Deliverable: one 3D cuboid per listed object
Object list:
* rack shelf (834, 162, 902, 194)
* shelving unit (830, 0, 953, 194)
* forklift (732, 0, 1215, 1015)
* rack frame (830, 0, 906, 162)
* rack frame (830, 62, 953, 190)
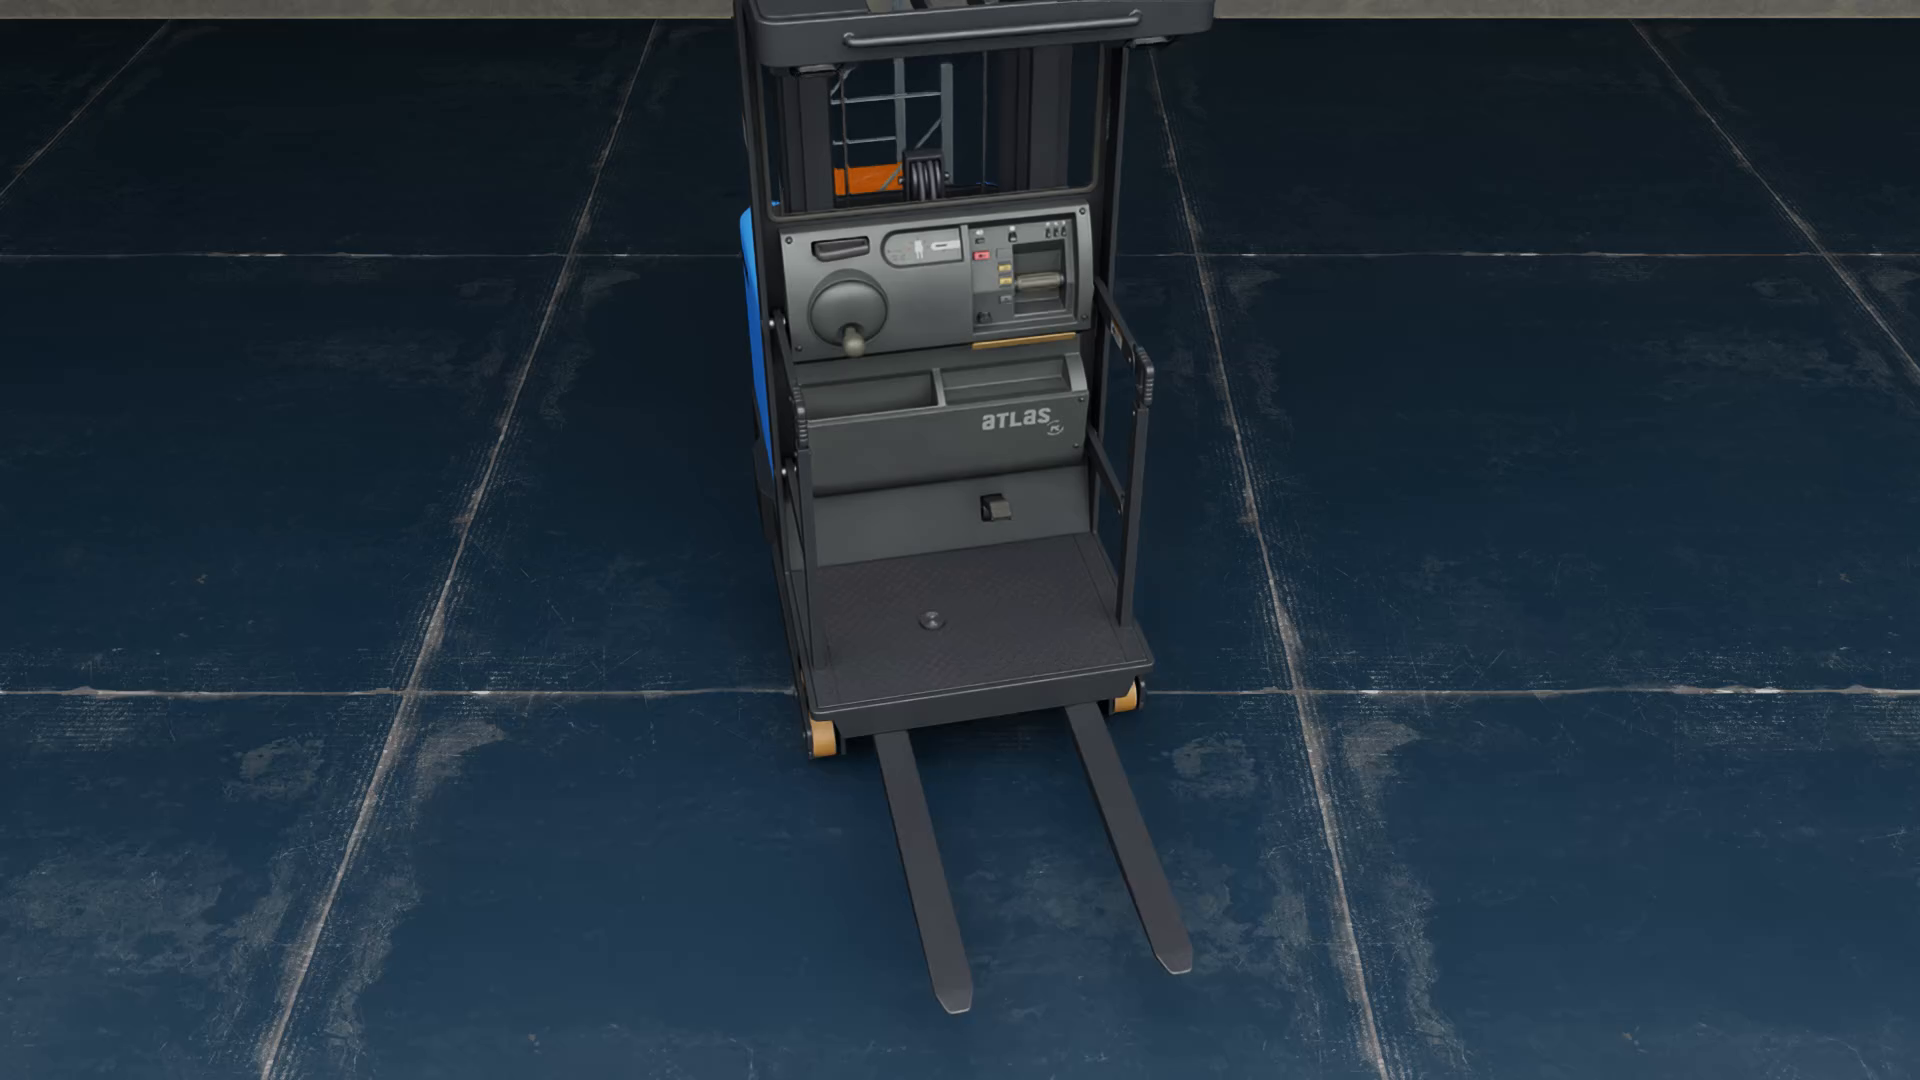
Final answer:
[{"bbox_3d":[-0.379,-1.273,6.926,0.538,0.185,1.000,-7,39,-9],"label":"rack shelf"},{"bbox_3d":[-0.377,-1.407,6.807,0.587,1.500,1.083,-7,39,-9],"label":"shelving unit"},{"bbox_3d":[-0.015,-0.699,4.779,1.130,2.935,3.031,-7,39,-9],"label":"forklift"},{"bbox_3d":[-0.484,-1.724,7.202,0.500,1.500,0.032,-7,39,-9],"label":"rack frame"},{"bbox_3d":[-0.275,-1.102,6.426,0.500,1.500,0.032,-7,39,-9],"label":"rack frame"}]
